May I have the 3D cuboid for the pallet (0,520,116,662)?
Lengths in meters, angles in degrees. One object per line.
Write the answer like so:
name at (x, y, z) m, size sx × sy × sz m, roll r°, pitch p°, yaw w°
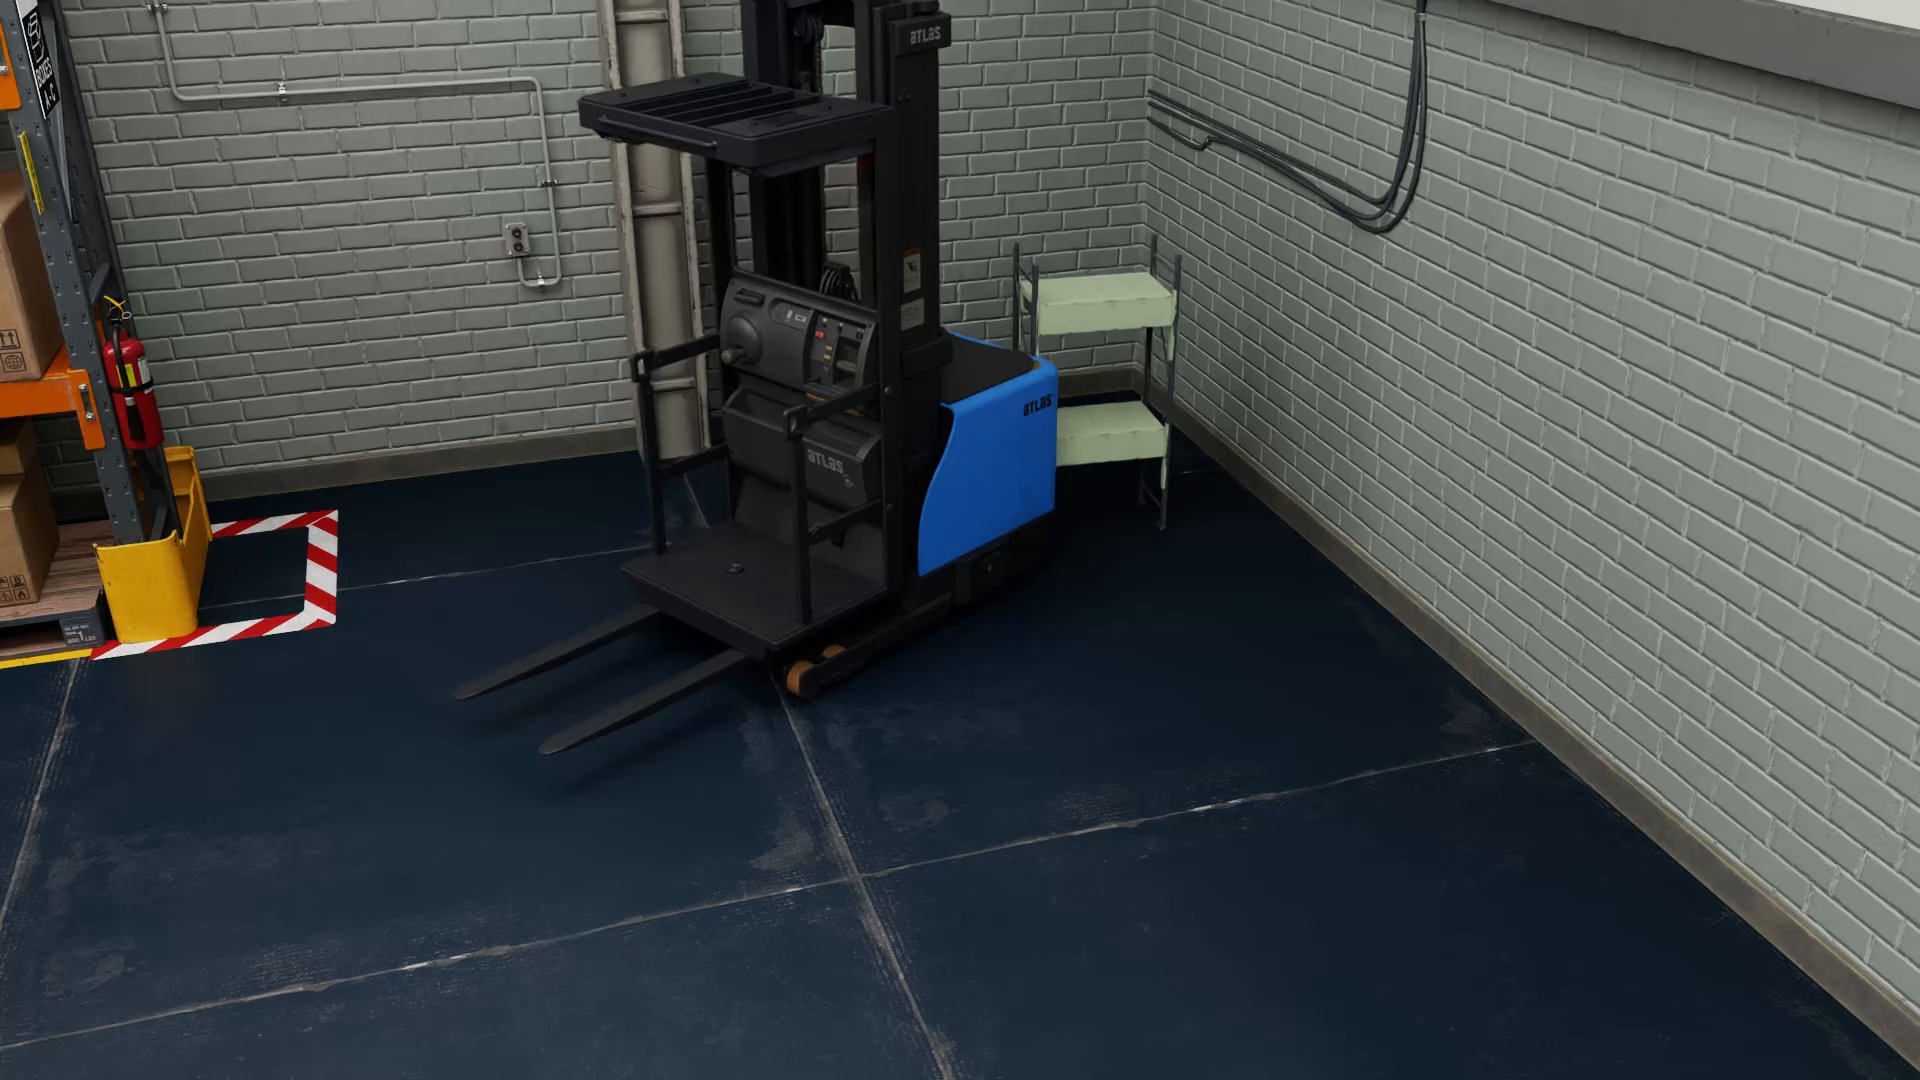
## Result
pallet at (-4.711, 0.276, 7.958) m, size 1.213 × 0.211 × 1.003 m, roll -8°, pitch 28°, yaw -16°

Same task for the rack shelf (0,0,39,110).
rack shelf at (-5.877, -1.863, 6.564) m, size 4.000 × 0.370 × 1.077 m, roll -8°, pitch 28°, yaw -16°

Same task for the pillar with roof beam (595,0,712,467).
pillar with roof beam at (-0.343, -2.721, 4.111) m, size 0.400 × 9.000 × 9.100 m, roll -8°, pitch 28°, yaw -16°

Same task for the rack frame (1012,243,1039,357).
rack frame at (0.326, -0.743, 8.559) m, size 0.023 × 1.500 × 0.400 m, roll -6°, pitch 27°, yaw -12°

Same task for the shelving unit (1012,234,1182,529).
shelving unit at (0.683, -0.779, 8.633) m, size 0.755 × 1.500 × 0.431 m, roll -6°, pitch 27°, yaw -12°

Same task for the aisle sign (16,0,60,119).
aisle sign at (-3.814, -2.164, 6.813) m, size 0.004 × 0.787 × 0.394 m, roll -8°, pitch 28°, yaw -16°

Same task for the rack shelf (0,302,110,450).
rack shelf at (-5.877, -0.519, 7.231) m, size 4.000 × 0.370 × 1.077 m, roll -8°, pitch 28°, yaw -16°

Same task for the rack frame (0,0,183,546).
rack frame at (-3.975, -1.117, 7.626) m, size 0.127 × 3.000 × 1.000 m, roll -8°, pitch 28°, yaw -16°

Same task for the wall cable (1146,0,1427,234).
wall cable at (1.514, -3.041, 8.247) m, size 0.112 × 2.526 × 3.097 m, roll -8°, pitch 28°, yaw -16°

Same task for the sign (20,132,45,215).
sign at (-3.820, -1.510, 6.850) m, size 0.005 × 0.325 × 0.100 m, roll -8°, pitch 28°, yaw -16°

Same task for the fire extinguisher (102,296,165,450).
fire extinguisher at (-3.689, -0.741, 7.375) m, size 0.183 × 0.674 × 0.296 m, roll -8°, pitch 28°, yaw -16°

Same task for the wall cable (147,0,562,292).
wall cable at (-3.051, -2.148, 8.561) m, size 1.851 × 1.984 × 0.084 m, roll -8°, pitch 28°, yaw -16°

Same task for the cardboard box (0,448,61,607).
cardboard box at (-4.610, -0.047, 7.809) m, size 0.500 × 0.500 × 0.700 m, roll -8°, pitch 28°, yaw -16°

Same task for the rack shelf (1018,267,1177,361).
rack shelf at (0.683, -1.129, 8.459) m, size 0.720 × 0.370 × 0.431 m, roll -6°, pitch 27°, yaw -12°

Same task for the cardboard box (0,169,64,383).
cardboard box at (-4.457, -1.177, 7.409) m, size 0.700 × 0.700 × 0.980 m, roll -7°, pitch 27°, yaw -14°

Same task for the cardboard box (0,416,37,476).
cardboard box at (-4.553, -0.439, 7.870) m, size 0.250 × 0.149 × 0.380 m, roll -8°, pitch 28°, yaw -16°

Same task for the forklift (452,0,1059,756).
forklift at (-0.865, -0.867, 7.200) m, size 1.130 × 2.935 × 3.031 m, roll 22°, pitch 34°, yaw 37°

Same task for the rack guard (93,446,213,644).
rack guard at (-3.952, 0.000, 8.189) m, size 0.348 × 0.500 × 1.175 m, roll -8°, pitch 28°, yaw -16°

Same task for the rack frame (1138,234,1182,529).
rack frame at (1.039, -0.816, 8.706) m, size 0.023 × 1.500 × 0.400 m, roll -6°, pitch 27°, yaw -12°

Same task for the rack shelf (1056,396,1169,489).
rack shelf at (0.683, -0.487, 8.778) m, size 0.720 × 0.370 × 0.431 m, roll -6°, pitch 27°, yaw -12°
